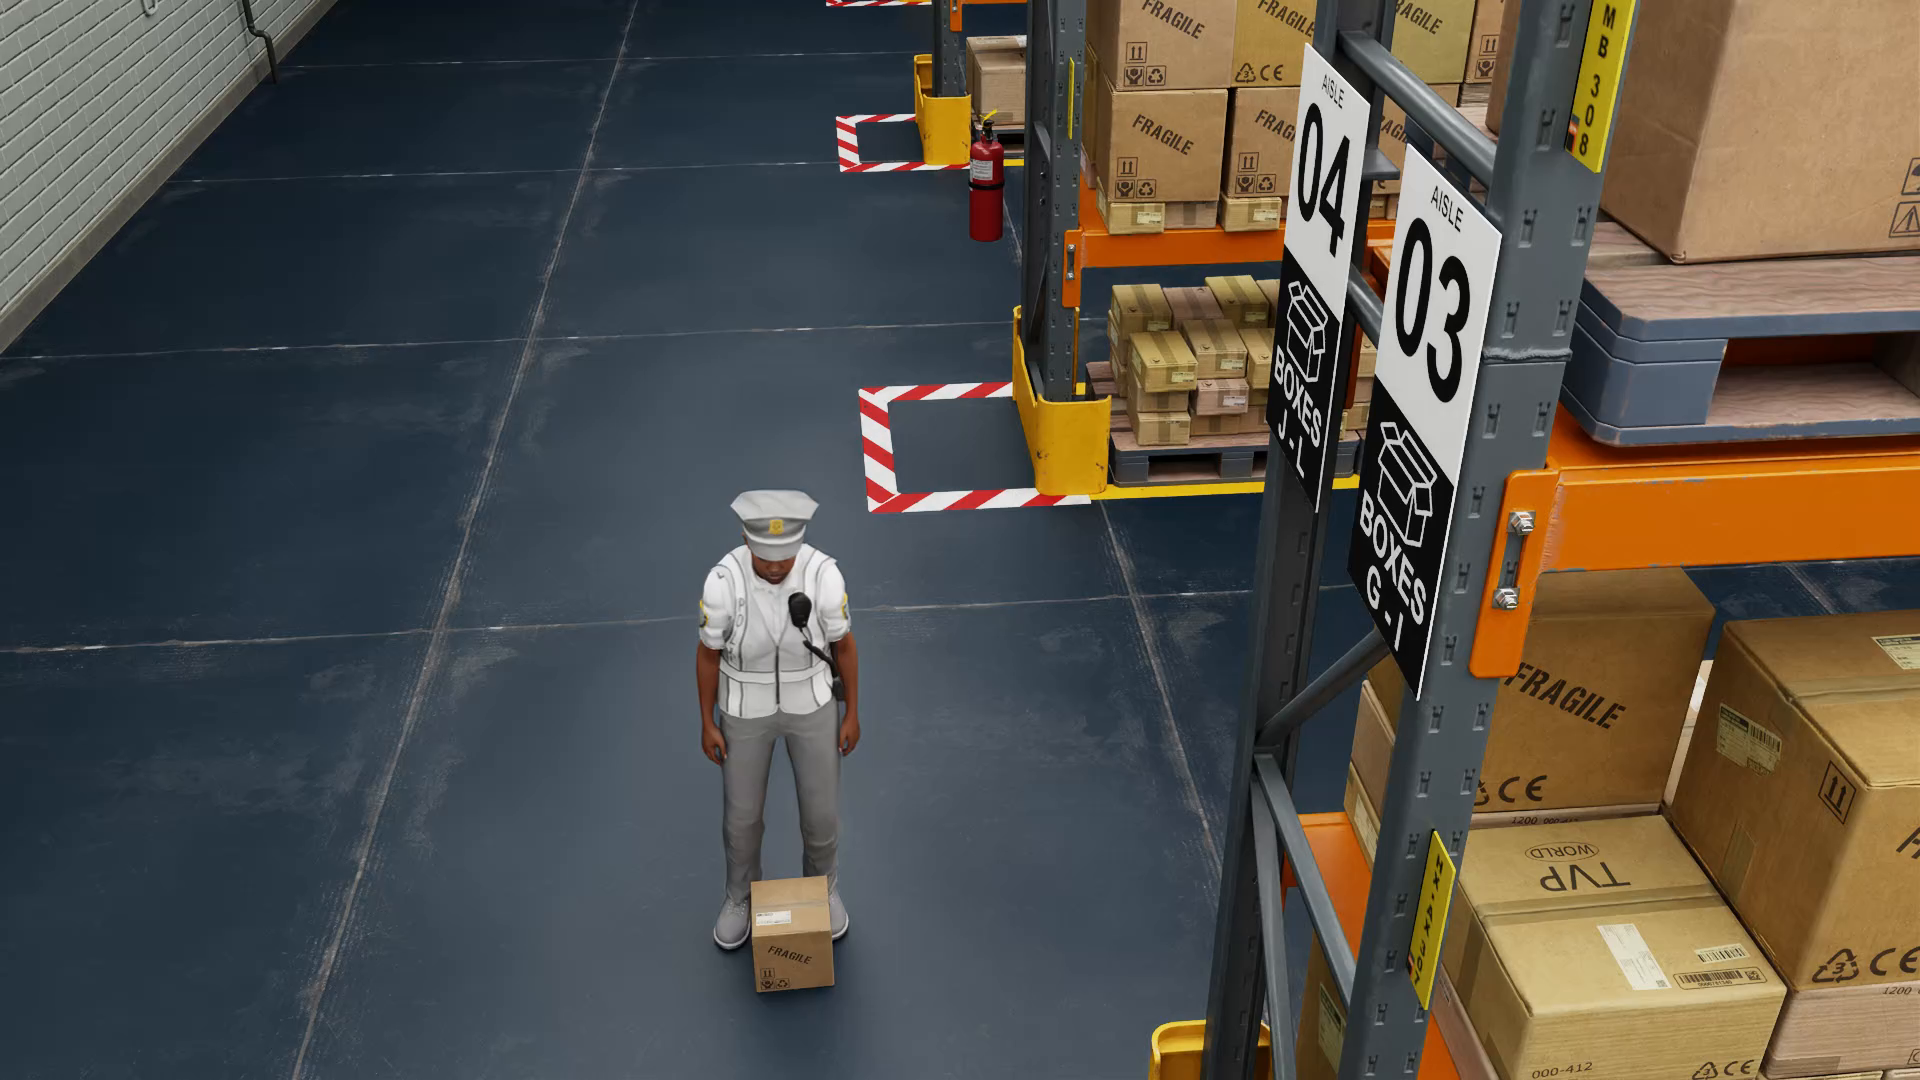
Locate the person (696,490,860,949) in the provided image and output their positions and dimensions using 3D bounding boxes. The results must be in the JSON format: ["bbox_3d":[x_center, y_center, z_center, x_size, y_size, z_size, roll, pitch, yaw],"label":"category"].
[{"bbox_3d":[-0.573,0.555,5.221,0.521,1.659,0.398,-3,31,-6],"label":"person"}]
